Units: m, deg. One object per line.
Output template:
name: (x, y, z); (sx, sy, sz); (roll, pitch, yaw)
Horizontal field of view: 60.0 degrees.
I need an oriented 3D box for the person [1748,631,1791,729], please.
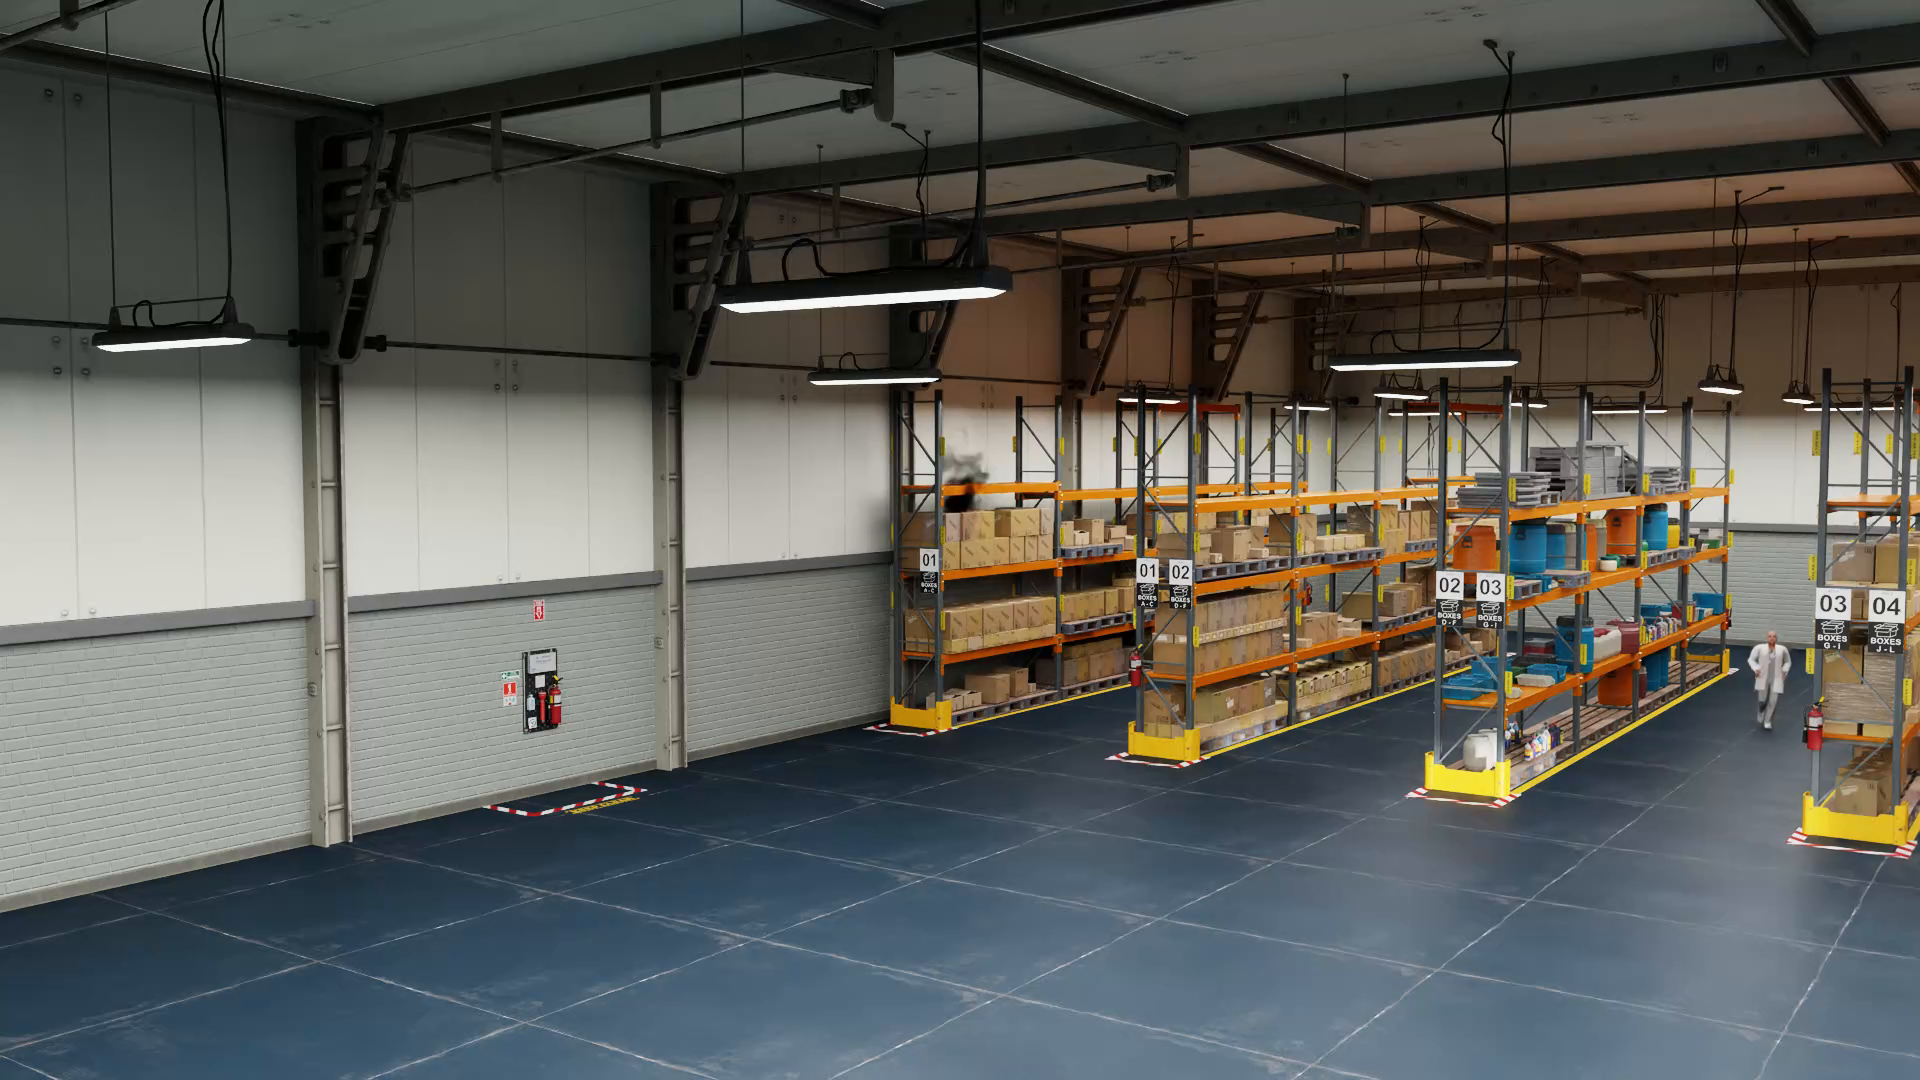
person: (14.367, 2.471, 29.514); (0.682, 1.730, 0.633); (1, 3, 21)
